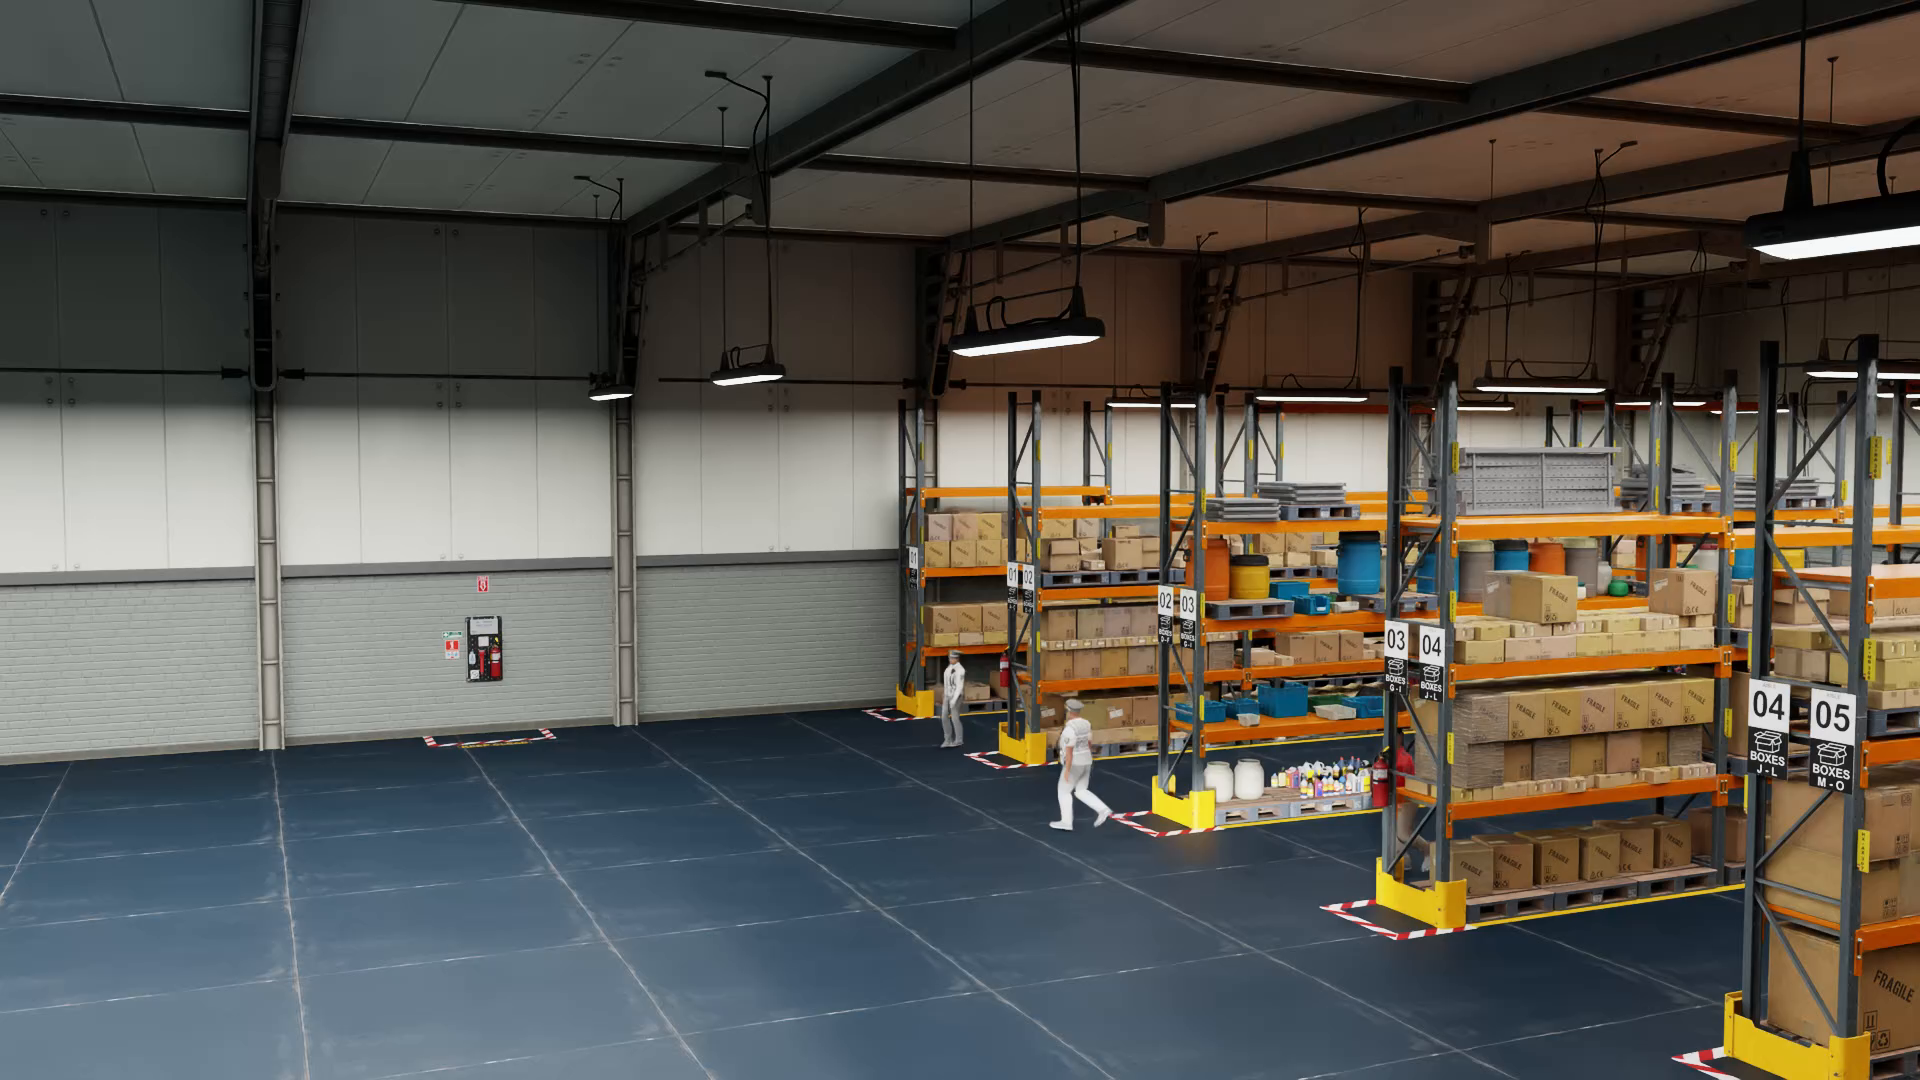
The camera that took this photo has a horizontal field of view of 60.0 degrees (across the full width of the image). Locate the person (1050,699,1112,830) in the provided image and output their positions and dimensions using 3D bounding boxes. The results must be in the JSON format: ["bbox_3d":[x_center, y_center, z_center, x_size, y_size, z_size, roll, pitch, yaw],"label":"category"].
[{"bbox_3d":[1.598,2.980,22.072,0.830,1.739,0.551,2,4,32],"label":"person"}]

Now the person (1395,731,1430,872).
[{"bbox_3d":[5.418,3.146,20.020,0.631,1.708,0.598,-1,3,-10],"label":"person"}]

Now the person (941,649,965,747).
[{"bbox_3d":[-0.112,2.722,28.164,0.391,1.748,0.540,-2,4,-29],"label":"person"}]
